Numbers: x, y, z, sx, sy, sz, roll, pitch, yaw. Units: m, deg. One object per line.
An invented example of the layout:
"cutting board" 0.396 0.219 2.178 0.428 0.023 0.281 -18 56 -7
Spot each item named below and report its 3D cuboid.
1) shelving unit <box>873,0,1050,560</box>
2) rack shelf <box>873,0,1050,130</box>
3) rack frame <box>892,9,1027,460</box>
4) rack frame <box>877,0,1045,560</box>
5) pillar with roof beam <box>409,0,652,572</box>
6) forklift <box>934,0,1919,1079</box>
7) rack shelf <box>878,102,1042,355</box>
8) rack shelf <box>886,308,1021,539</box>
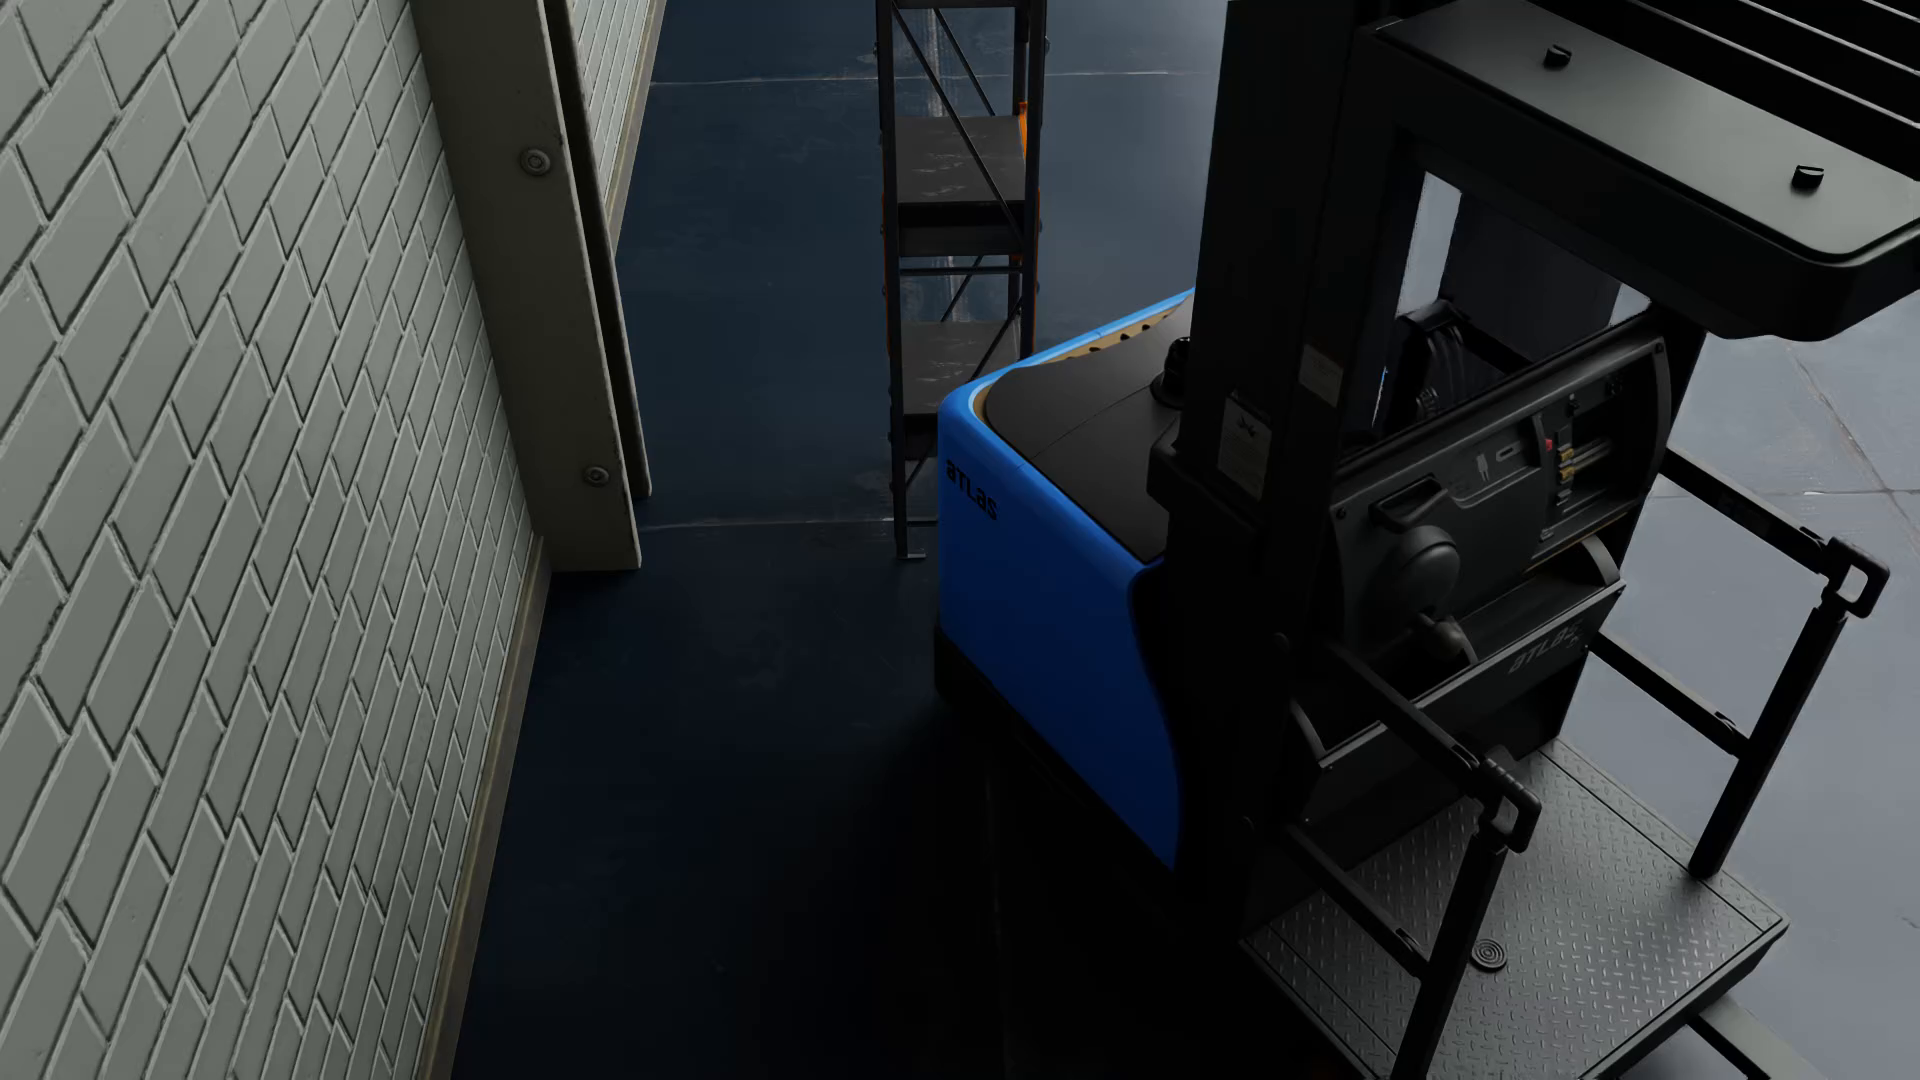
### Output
"shelving unit" -0.007 -0.886 4.662 0.431 2.100 0.503 -2 43 -2
"rack shelf" -0.007 -1.392 4.199 0.431 0.518 0.480 -2 43 -2
"rack frame" -0.017 -1.051 4.842 0.400 2.100 0.015 -2 43 -2
"rack frame" 0.003 -0.721 4.483 0.400 2.100 0.015 -2 43 -2
"pillar with roof beam" 3.147 -3.481 2.388 9.100 9.000 0.400 -2 43 -2
"forklift" 1.180 -0.008 3.090 1.130 2.935 3.031 -25 48 -25
"rack shelf" -0.007 -0.876 4.672 0.431 0.518 0.480 -2 43 -2
"rack shelf" -0.007 -0.360 5.145 0.431 0.518 0.480 -2 43 -2
